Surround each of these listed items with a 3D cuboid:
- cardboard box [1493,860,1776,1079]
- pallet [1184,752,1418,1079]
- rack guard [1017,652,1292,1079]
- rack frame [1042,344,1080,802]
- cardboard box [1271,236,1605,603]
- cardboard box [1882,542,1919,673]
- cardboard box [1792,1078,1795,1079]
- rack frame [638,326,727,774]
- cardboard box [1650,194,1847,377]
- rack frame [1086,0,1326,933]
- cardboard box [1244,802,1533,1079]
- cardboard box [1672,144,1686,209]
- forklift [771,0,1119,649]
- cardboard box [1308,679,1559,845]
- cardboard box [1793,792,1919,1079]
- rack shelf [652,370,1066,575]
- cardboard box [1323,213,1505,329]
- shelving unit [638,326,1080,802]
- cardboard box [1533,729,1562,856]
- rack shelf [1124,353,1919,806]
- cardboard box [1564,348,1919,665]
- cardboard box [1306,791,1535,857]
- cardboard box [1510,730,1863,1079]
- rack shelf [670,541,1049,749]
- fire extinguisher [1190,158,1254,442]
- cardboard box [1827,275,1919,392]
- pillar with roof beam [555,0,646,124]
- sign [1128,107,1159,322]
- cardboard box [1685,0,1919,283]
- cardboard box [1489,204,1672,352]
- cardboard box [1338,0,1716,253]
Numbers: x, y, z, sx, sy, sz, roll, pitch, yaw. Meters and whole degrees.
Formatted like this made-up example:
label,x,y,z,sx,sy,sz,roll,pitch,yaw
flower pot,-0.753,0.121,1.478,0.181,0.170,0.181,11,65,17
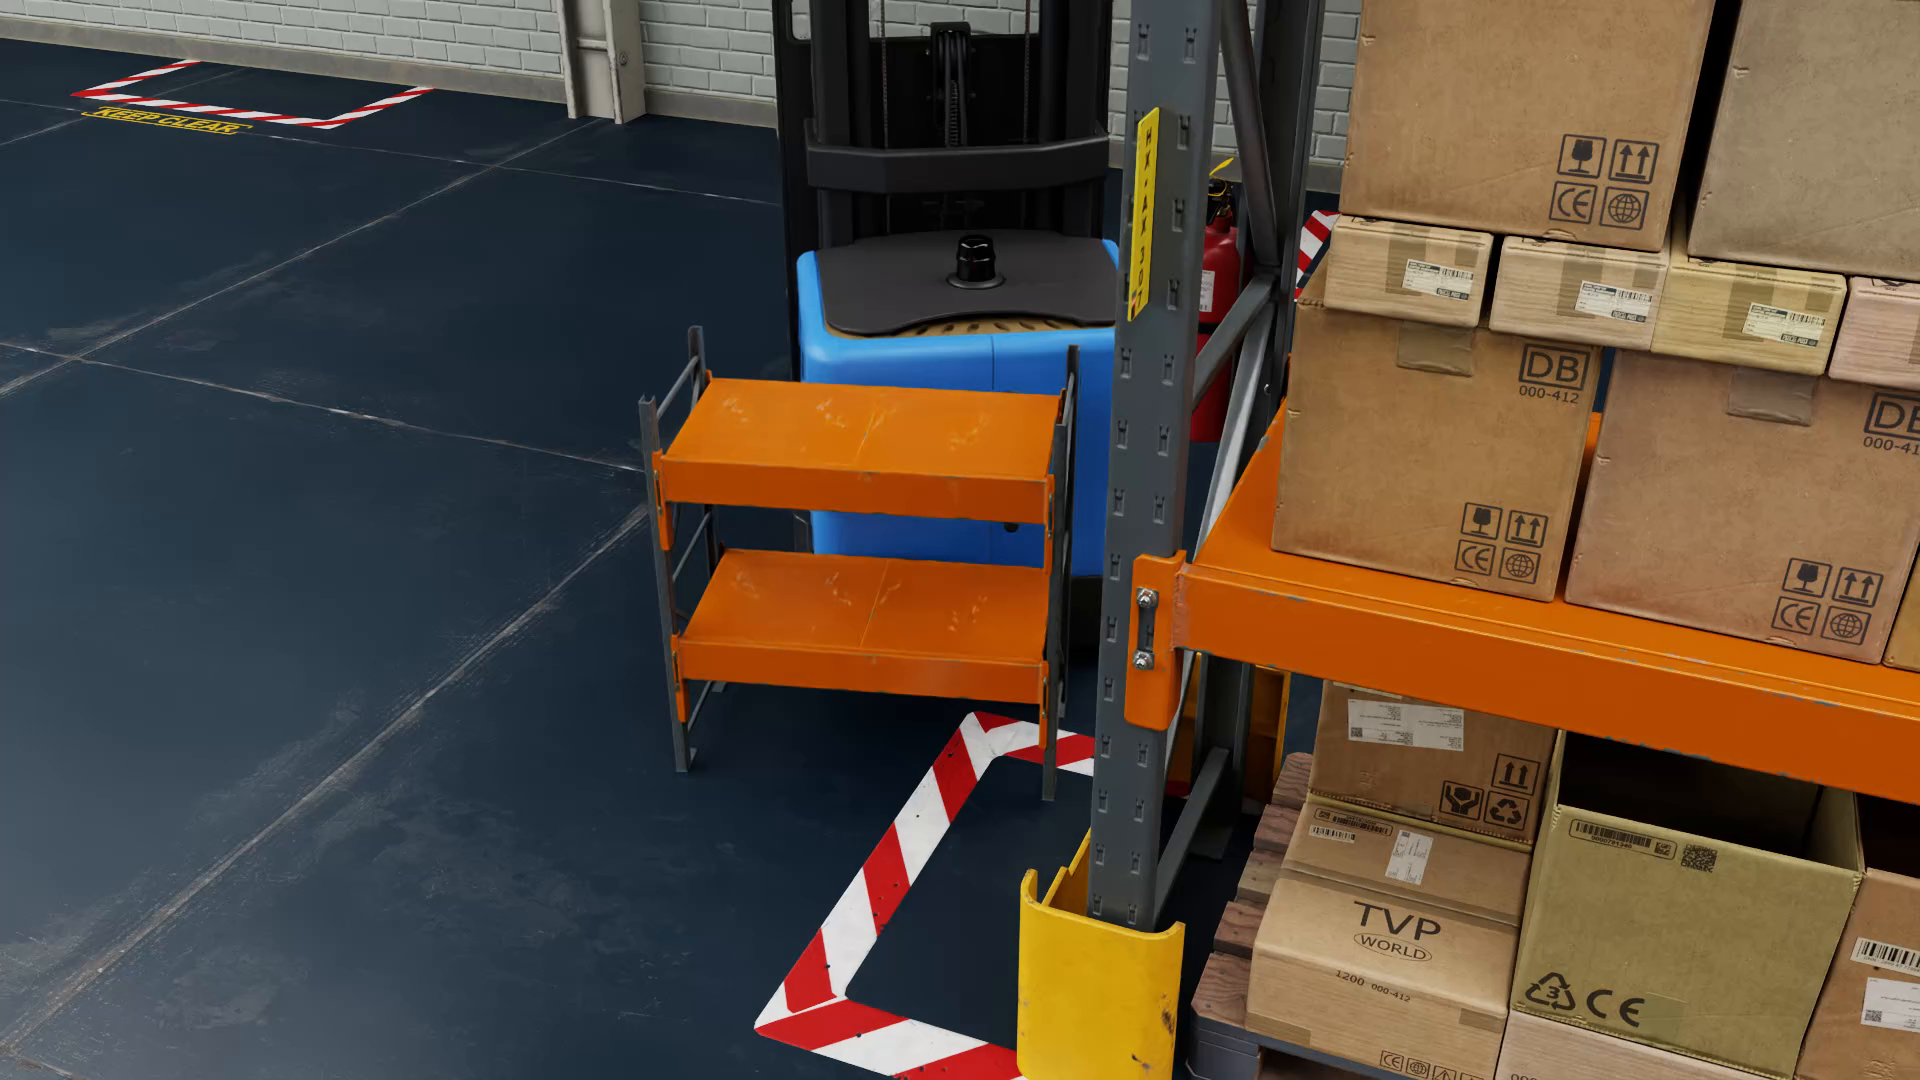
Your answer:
label,x,y,z,sx,sy,sz,roll,pitch,yaw
cardboard box,1.385,0.948,3.392,0.500,0.250,0.500,11,31,19
pallet,1.231,0.979,3.804,1.213,0.211,1.003,11,31,19
rack guard,0.485,0.726,3.957,0.348,0.500,1.175,11,31,19
rack frame,0.269,0.096,4.436,0.032,1.125,0.500,4,30,6
cardboard box,0.935,-0.309,3.147,0.500,0.500,0.700,11,31,19
cardboard box,1.881,-0.120,2.812,0.500,0.500,0.700,12,31,19
cardboard box,1.848,1.041,3.228,0.500,0.250,0.500,11,31,19
rack frame,-0.740,0.034,4.546,0.032,1.125,0.500,4,30,6
cardboard box,1.266,-0.418,2.681,0.250,0.149,0.380,11,31,19
rack frame,0.507,-0.358,3.334,0.127,3.000,1.000,11,31,19
cardboard box,0.920,0.857,3.553,0.500,0.250,0.500,11,31,19
cardboard box,1.413,-0.605,3.011,0.250,0.149,0.380,11,31,18
forklift,-0.086,-1.615,5.629,1.130,2.935,3.031,-3,30,-6
cardboard box,1.116,0.294,3.788,0.500,0.500,0.500,11,31,19
cardboard box,1.853,0.709,3.053,0.500,0.500,0.500,11,31,19
rack shelf,-0.235,-0.189,4.347,1.000,0.278,0.538,4,30,6
cardboard box,0.790,-0.513,2.848,0.250,0.149,0.380,11,31,19
shelving unit,-0.235,0.065,4.491,1.048,1.125,0.538,4,30,6
cardboard box,1.583,0.708,3.817,0.500,0.250,0.500,11,31,19
rack shelf,2.360,0.325,2.857,4.000,0.370,1.077,11,31,19
cardboard box,1.423,-0.214,2.979,0.500,0.500,0.700,12,32,20
cardboard box,1.115,0.621,3.971,0.500,0.250,0.500,11,31,19
cardboard box,1.384,0.622,3.206,0.500,0.500,0.500,11,31,19
rack shelf,-0.235,0.278,4.611,1.000,0.278,0.538,4,30,6
fire extinguisher,0.572,-0.558,3.767,0.183,0.674,0.296,11,31,19
cardboard box,1.499,-0.371,2.597,0.250,0.149,0.380,11,31,18
pillar with roof beam,-3.838,-4.641,4.815,0.400,9.000,9.100,11,31,19
sign,0.293,-0.517,2.656,0.005,0.325,0.100,11,31,19
cardboard box,1.473,-0.769,2.642,0.500,0.500,0.700,10,31,18
cardboard box,1.035,-0.465,2.764,0.250,0.149,0.380,10,31,18
cardboard box,0.984,-0.864,2.810,0.500,0.500,0.700,11,31,19
